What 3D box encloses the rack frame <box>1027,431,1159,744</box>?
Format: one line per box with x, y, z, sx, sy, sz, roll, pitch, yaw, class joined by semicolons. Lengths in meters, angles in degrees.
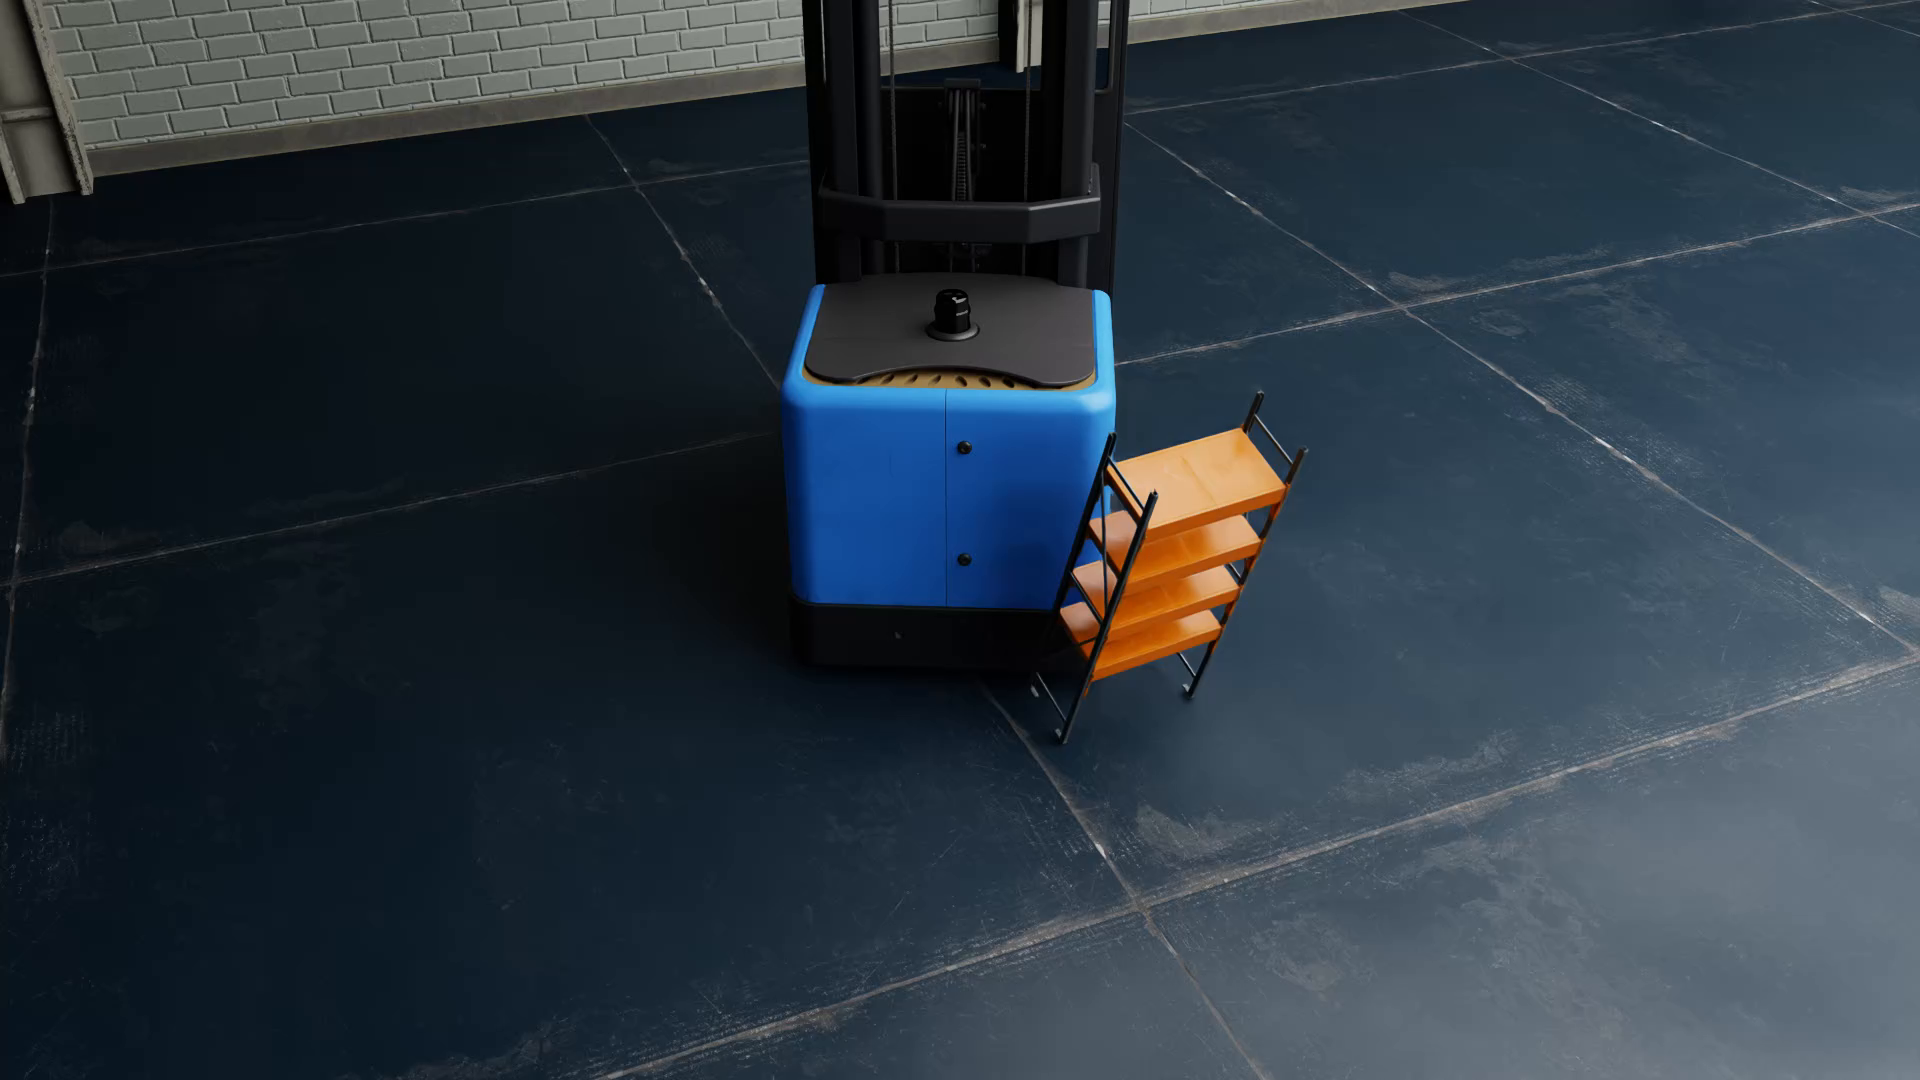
0.368;0.176;4.856;0.015;1.200;0.240;-16;56;-23;rack frame

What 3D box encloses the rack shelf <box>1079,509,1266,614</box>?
0.608;0.014;4.833;0.480;0.148;0.258;-16;56;-23;rack shelf

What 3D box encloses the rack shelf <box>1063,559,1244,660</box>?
0.573;0.155;5.003;0.480;0.148;0.258;-16;56;-23;rack shelf

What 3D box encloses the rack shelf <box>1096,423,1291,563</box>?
0.644;-0.135;4.653;0.480;0.148;0.258;-16;56;-23;rack shelf

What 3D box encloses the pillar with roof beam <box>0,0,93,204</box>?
-3.371;-3.555;3.463;0.400;9.000;9.100;-13;35;-19;pillar with roof beam

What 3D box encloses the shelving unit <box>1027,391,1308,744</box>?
0.584;0.113;4.952;0.503;1.200;0.258;-16;56;-23;shelving unit

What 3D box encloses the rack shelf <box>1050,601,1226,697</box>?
0.543;0.280;5.154;0.480;0.148;0.258;-16;56;-23;rack shelf

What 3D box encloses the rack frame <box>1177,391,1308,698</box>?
0.799;0.050;5.047;0.015;1.200;0.240;-16;56;-23;rack frame

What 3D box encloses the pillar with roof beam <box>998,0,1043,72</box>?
2.161;-4.822;5.410;0.400;9.000;9.100;-13;35;-19;pillar with roof beam

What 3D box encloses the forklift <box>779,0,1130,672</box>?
0.031;-1.570;5.975;1.130;2.935;3.031;2;33;2;forklift
